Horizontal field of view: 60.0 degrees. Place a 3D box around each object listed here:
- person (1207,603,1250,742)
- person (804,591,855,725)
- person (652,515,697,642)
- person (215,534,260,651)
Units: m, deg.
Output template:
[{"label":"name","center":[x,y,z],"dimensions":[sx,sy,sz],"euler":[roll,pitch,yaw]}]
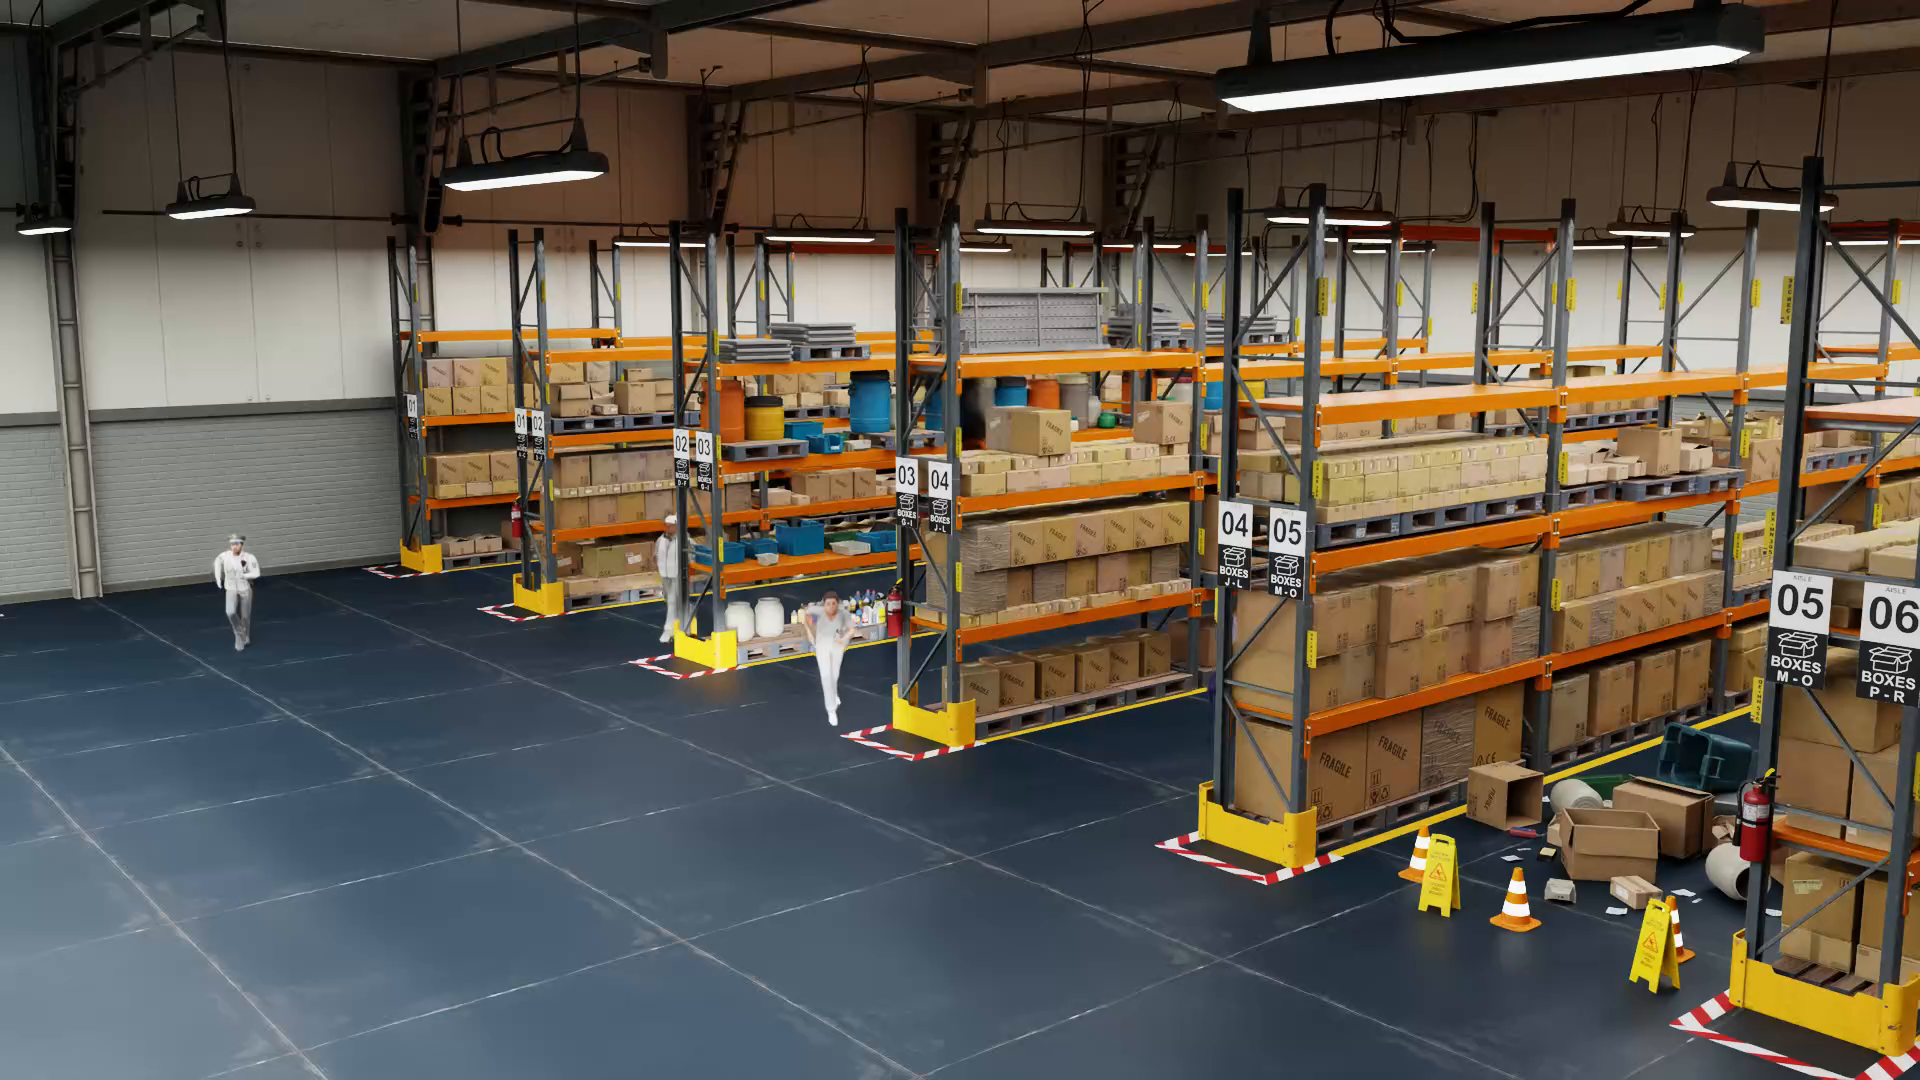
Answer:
[{"label":"person","center":[3.166,1.475,19.064],"dimensions":[0.599,1.642,0.921],"euler":[6,11,35]},{"label":"person","center":[-1.565,1.350,19.982],"dimensions":[0.606,1.626,0.931],"euler":[-1,9,-5]},{"label":"person","center":[-4.154,0.520,24.270],"dimensions":[0.663,1.798,0.949],"euler":[4,10,24]},{"label":"person","center":[-10.219,0.724,23.546],"dimensions":[0.640,1.674,0.786],"euler":[-2,9,-13]}]
